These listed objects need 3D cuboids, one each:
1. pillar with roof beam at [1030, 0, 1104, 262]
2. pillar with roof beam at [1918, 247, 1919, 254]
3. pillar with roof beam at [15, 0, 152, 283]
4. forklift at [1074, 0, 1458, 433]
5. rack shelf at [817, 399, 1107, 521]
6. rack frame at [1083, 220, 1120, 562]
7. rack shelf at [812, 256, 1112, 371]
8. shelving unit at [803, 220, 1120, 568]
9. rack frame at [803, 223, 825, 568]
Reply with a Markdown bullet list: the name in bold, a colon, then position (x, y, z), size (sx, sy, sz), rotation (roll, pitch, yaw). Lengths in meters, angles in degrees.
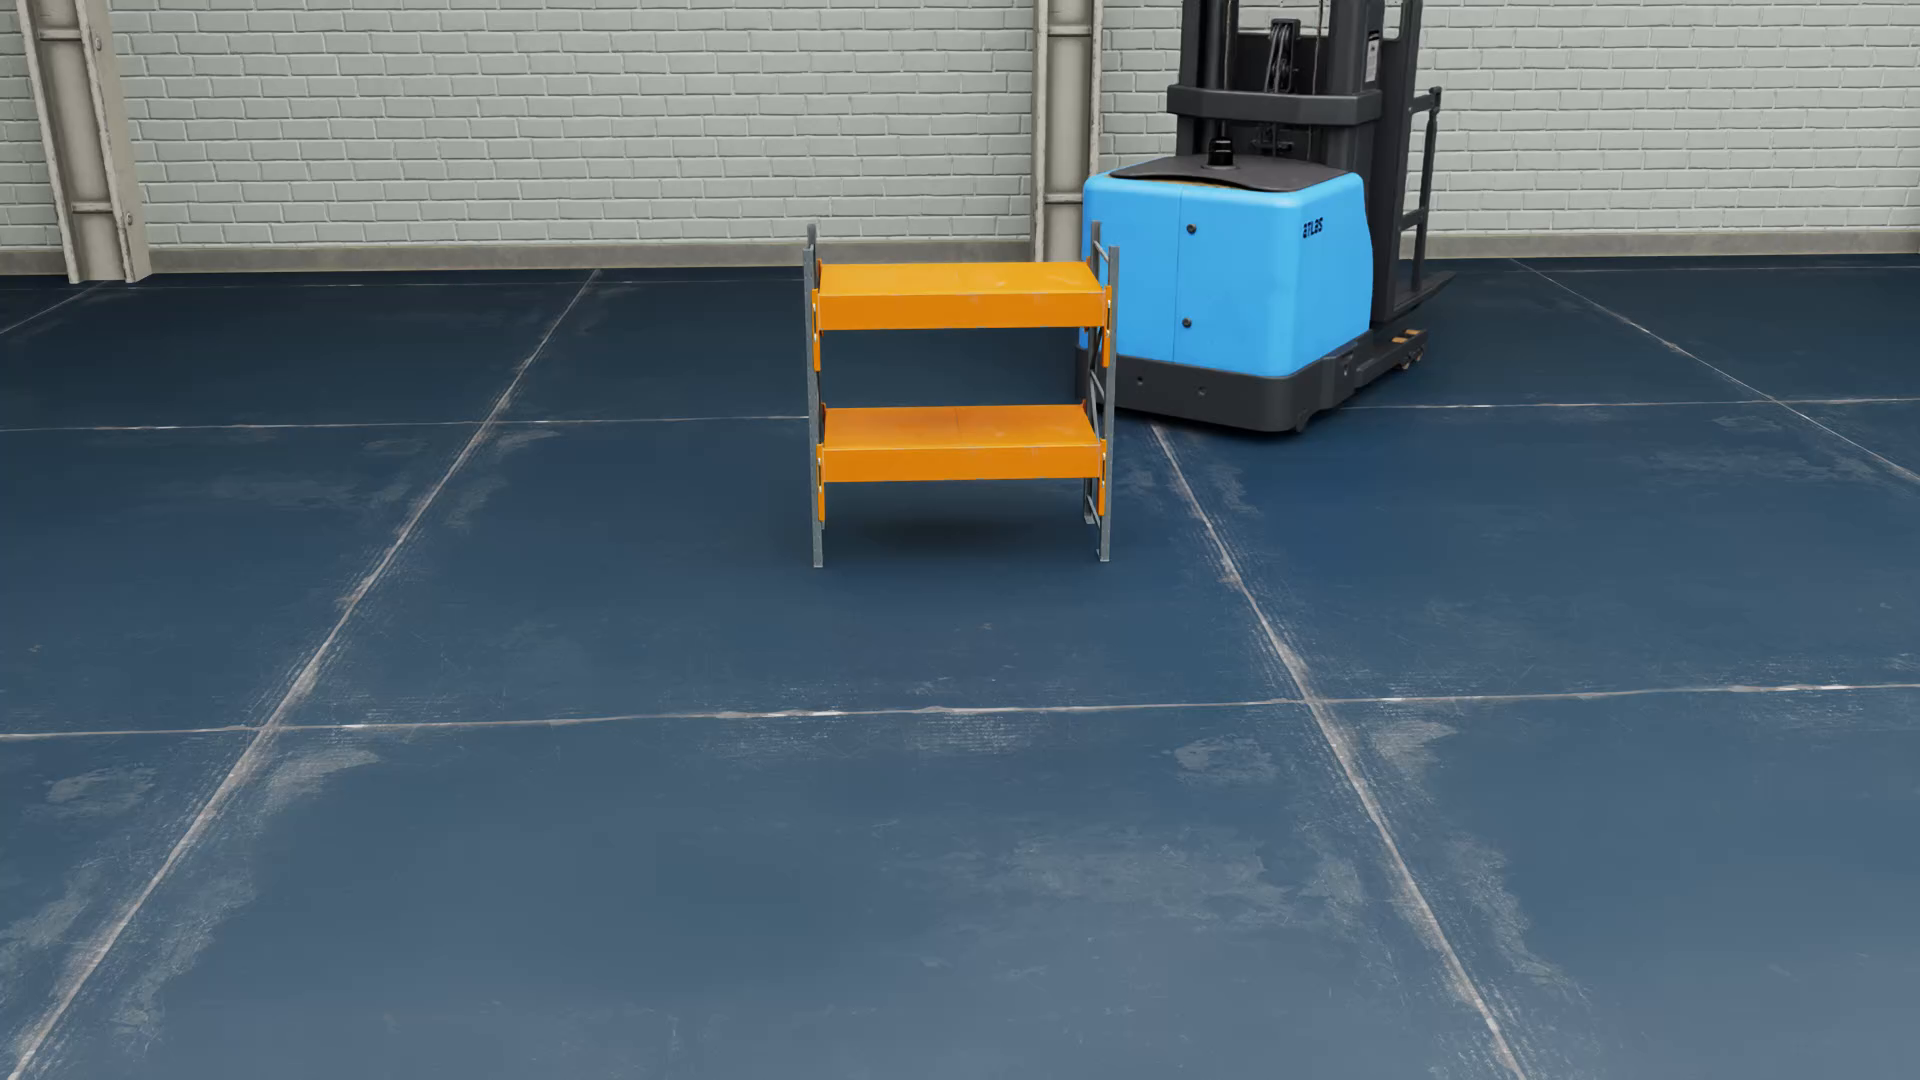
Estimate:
- **pillar with roof beam**: position (0.908, -4.446, 5.151), size (0.400, 9.000, 9.100), rotation (-1, 21, -3)
- **pillar with roof beam**: position (6.898, -4.568, 5.471), size (0.400, 9.000, 9.100), rotation (-1, 21, -3)
- **pillar with roof beam**: position (-5.082, -4.324, 4.831), size (0.400, 9.000, 9.100), rotation (-1, 21, -3)
- **forklift**: position (1.746, -2.305, 8.056), size (1.130, 2.935, 3.031), rotation (13, 24, 30)
- **rack shelf**: position (-0.007, -0.297, 6.007), size (1.000, 0.278, 0.538), rotation (-1, 21, -3)
- **rack frame**: position (0.501, -0.536, 5.948), size (0.032, 1.125, 0.500), rotation (-1, 21, -3)
- **rack shelf**: position (-0.007, -0.799, 5.816), size (1.000, 0.278, 0.538), rotation (-1, 21, -3)
- **shelving unit**: position (-0.007, -0.526, 5.920), size (1.048, 1.125, 0.538), rotation (-1, 21, -3)
- **rack frame**: position (-0.514, -0.515, 5.893), size (0.032, 1.125, 0.500), rotation (-1, 21, -3)
